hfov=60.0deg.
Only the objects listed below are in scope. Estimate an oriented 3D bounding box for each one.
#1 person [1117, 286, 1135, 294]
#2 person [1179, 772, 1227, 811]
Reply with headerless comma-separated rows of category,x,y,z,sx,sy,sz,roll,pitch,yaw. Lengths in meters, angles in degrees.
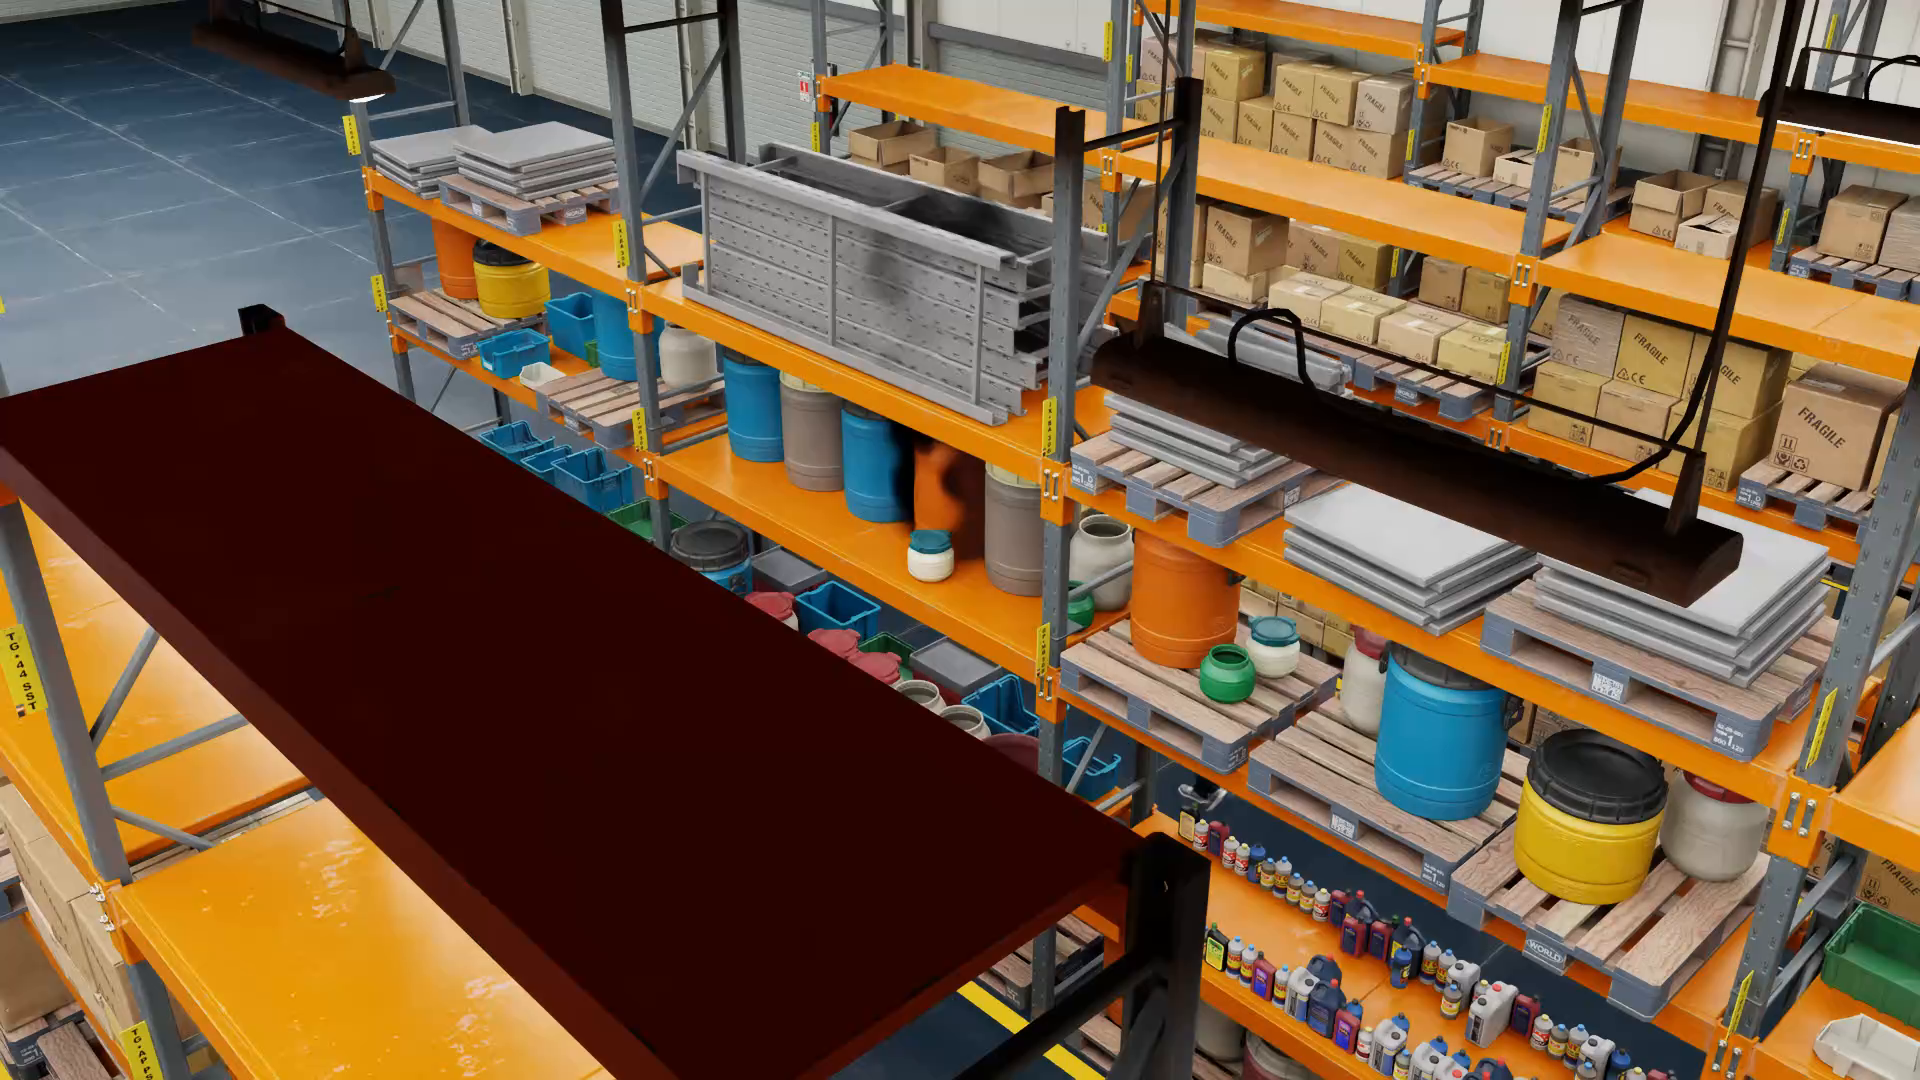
person,1.862,-2.024,18.755,0.899,1.806,0.694,23,36,36
person,1.835,1.287,12.196,0.508,1.556,0.513,-24,37,-38
